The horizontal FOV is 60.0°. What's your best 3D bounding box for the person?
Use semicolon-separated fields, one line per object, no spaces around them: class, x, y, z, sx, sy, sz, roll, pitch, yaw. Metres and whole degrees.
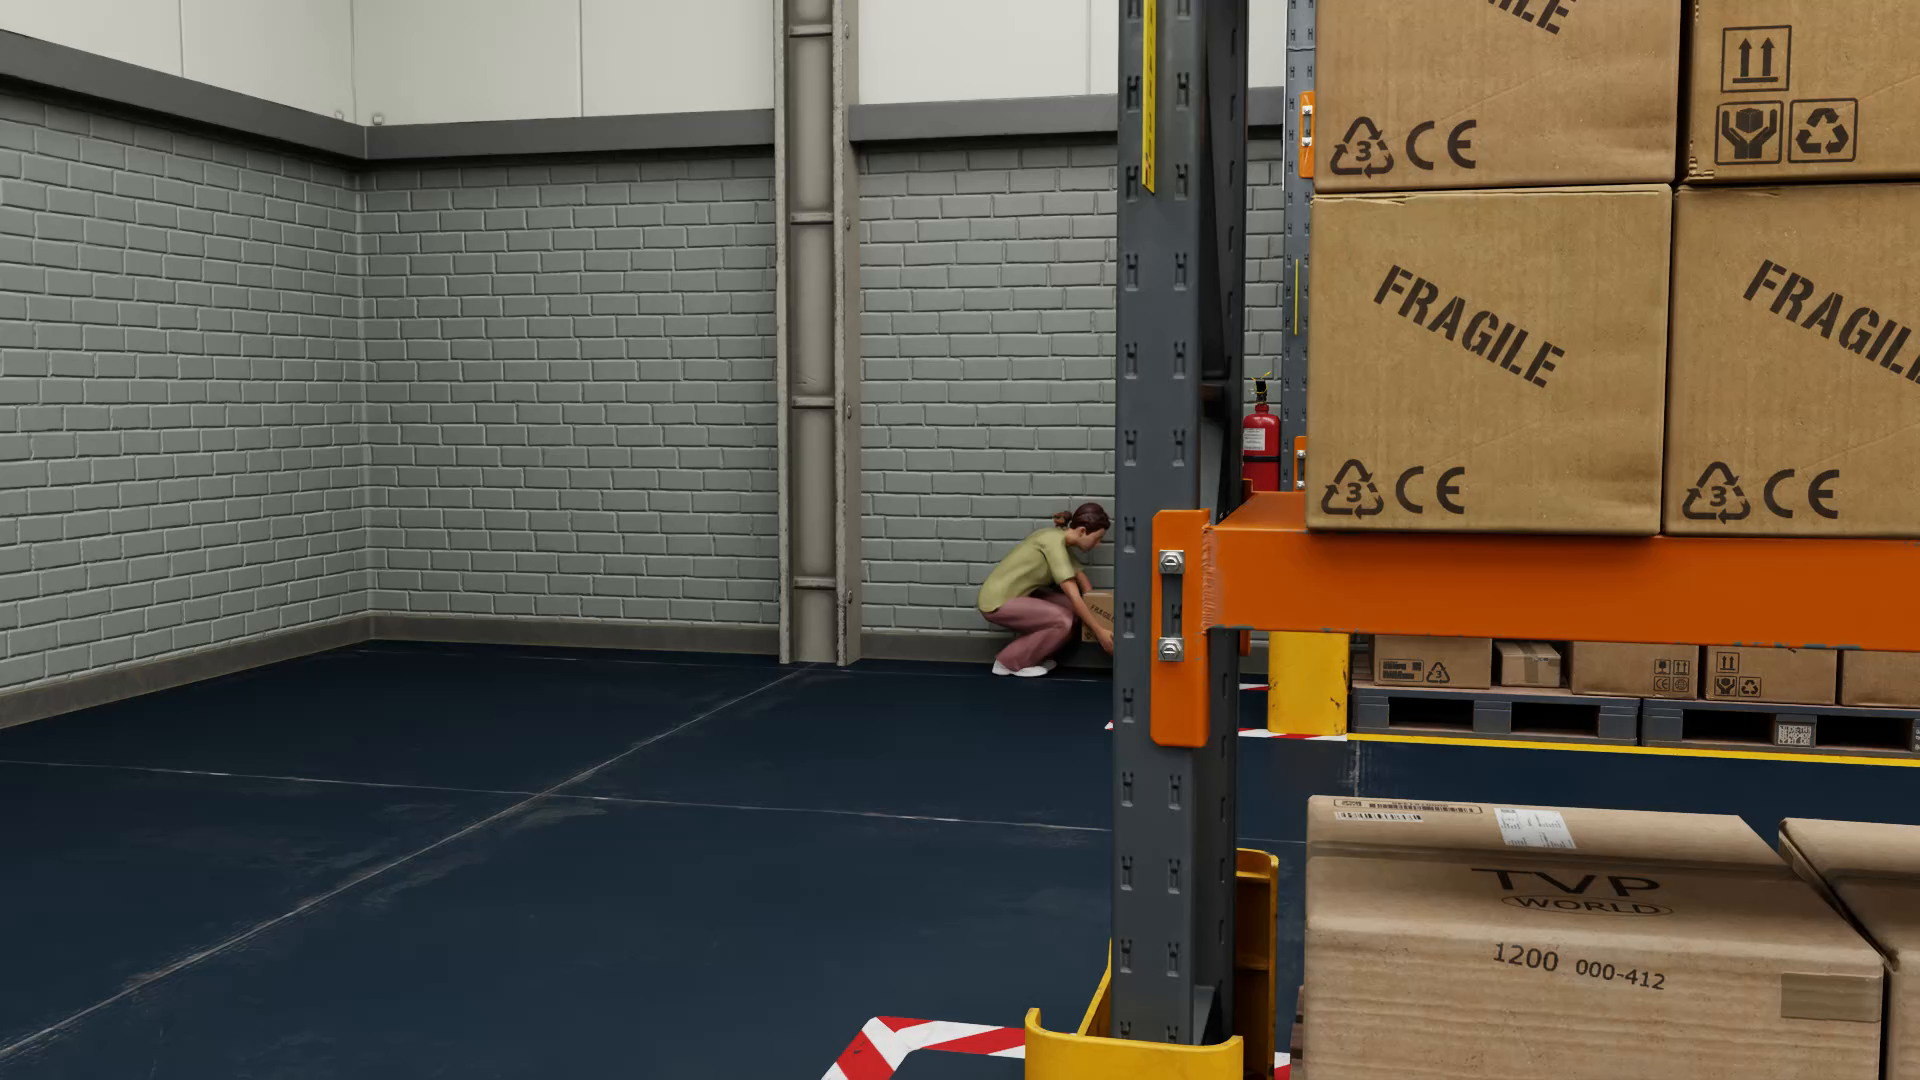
person;0.494;0.266;9.011;0.802;0.937;0.474;1;5;13
